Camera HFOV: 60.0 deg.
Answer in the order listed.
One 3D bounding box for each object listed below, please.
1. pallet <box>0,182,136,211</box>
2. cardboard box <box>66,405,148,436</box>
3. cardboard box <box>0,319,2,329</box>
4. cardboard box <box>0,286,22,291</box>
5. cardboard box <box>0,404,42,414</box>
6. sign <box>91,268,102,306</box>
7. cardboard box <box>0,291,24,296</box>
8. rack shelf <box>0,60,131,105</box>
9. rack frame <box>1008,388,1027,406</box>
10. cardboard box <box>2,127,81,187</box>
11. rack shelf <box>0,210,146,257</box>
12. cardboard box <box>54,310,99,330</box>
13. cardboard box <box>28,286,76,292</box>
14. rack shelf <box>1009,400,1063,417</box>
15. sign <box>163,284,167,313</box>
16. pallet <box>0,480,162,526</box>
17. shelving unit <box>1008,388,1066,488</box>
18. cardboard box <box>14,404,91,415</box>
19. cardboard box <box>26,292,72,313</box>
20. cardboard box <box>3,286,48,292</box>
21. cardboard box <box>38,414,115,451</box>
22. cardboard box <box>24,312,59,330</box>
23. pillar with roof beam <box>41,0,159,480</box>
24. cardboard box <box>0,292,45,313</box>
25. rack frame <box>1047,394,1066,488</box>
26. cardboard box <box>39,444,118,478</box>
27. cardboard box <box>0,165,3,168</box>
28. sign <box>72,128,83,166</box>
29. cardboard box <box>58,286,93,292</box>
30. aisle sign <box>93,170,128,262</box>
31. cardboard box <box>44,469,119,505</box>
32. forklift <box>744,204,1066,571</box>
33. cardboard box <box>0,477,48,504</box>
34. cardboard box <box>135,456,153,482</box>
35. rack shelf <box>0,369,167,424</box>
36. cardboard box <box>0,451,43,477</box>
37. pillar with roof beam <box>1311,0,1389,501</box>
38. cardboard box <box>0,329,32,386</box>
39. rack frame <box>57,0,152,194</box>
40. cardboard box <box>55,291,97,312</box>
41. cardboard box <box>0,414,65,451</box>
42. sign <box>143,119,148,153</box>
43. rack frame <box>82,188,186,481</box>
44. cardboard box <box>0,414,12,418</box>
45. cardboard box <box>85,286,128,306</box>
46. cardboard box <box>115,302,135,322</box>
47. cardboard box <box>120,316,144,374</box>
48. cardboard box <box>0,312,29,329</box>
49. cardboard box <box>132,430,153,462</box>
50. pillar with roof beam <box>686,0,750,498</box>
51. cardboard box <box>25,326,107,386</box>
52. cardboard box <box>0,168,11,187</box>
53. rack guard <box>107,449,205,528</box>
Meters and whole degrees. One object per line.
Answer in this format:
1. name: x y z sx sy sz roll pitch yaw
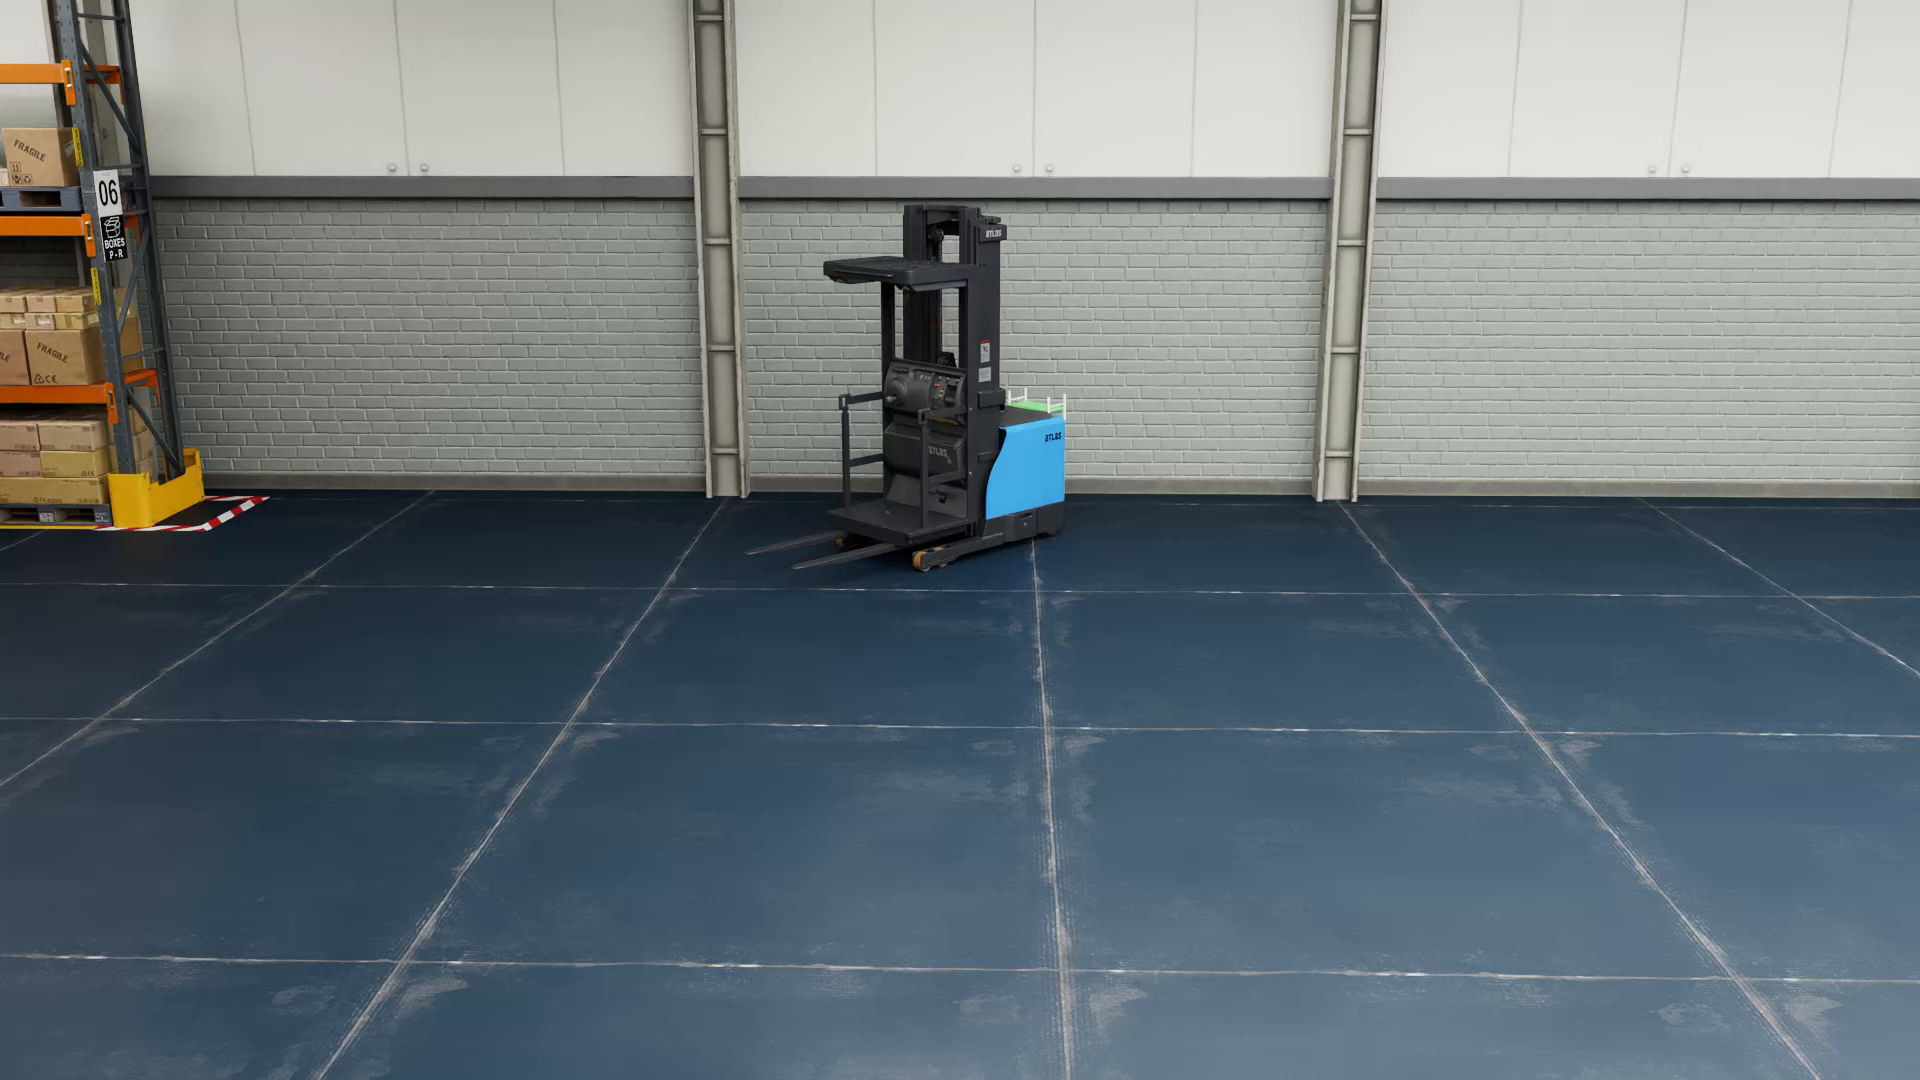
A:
1. pallet: -8.336 -3.130 15.119 1.213 0.211 1.003 0 15 1
2. cardboard box: -8.106 -1.120 15.812 0.500 0.250 0.500 0 15 1
3. cardboard box: -8.746 -2.020 15.150 0.250 0.149 0.380 0 15 1
4. cardboard box: -8.997 -2.283 15.564 0.250 0.149 0.380 1 15 3
5. cardboard box: -9.105 -1.128 15.843 0.500 0.250 0.500 0 15 1
6. sign: -7.658 -2.248 14.745 0.005 0.325 0.100 0 15 1
7. cardboard box: -8.750 -2.175 15.154 0.250 0.149 0.380 0 15 2
8. rack shelf: -9.630 -4.084 14.874 4.000 0.370 1.077 0 15 1
9. rack frame: 0.534 -0.817 15.586 0.240 1.200 0.015 -14 20 -43
10. cardboard box: -8.079 -3.402 14.761 0.500 0.500 0.500 1 15 3
11. rack shelf: -9.630 -2.827 15.206 4.000 0.370 1.077 0 15 1
12. cardboard box: -7.984 -2.004 15.090 0.250 0.149 0.380 1 15 2
13. cardboard box: -8.486 -2.282 15.561 0.250 0.149 0.380 1 15 2
14. rack shelf: 0.706 -1.175 15.312 0.258 0.148 0.480 -14 20 -43
15. sign: -7.610 -2.310 15.863 0.005 0.325 0.100 0 15 1
16. pallet: -8.396 -0.358 15.782 1.213 0.211 1.003 0 15 1
17. shelving unit: 0.706 -0.773 15.418 0.258 1.200 0.503 -14 20 -43
18. cardboard box: -8.606 -1.122 15.821 0.500 0.250 0.500 0 15 2
19. cardboard box: -8.241 -2.160 15.095 0.250 0.149 0.380 0 15 2
20. cardboard box: -8.733 -2.288 15.581 0.250 0.149 0.380 0 15 2
21. cardboard box: -8.099 -0.992 15.327 0.500 0.250 0.500 1 15 3
22. cardboard box: -8.240 -1.998 15.067 0.250 0.149 0.380 1 15 2
23. pillar with roof beam: -8.413 -3.749 11.409 0.400 9.000 9.100 0 15 1
24. cardboard box: -8.503 -2.154 15.075 0.250 0.149 0.380 1 15 3
25. rack frame: 0.878 -0.729 15.251 0.240 1.200 0.015 -14 20 -43
26. cardboard box: -8.125 -0.750 15.391 0.500 0.250 0.500 0 15 1
27. cardboard box: -8.720 -3.278 14.749 0.258 0.266 0.396 0 15 2
28. sign: -7.658 -3.414 14.438 0.005 0.325 0.100 0 15 1
29. cardboard box: -8.225 -2.292 15.596 0.250 0.149 0.380 1 15 3
30. aisle sign: -7.572 -2.893 14.830 0.004 0.787 0.394 0 15 1
31. cardboard box: -8.108 -0.508 15.451 0.500 0.250 0.500 0 15 2
32. forklift: -0.451 -1.305 14.040 3.031 2.935 1.130 -14 20 -42
33. cardboard box: -8.605 -0.513 15.472 0.500 0.250 0.500 0 15 1
34. cardboard box: -8.116 -0.638 15.946 0.500 0.250 0.500 0 15 2
35. rack shelf: -9.630 -1.377 15.589 4.000 0.370 1.077 0 15 1
36. cardboard box: -8.626 -0.756 15.414 0.500 0.250 0.500 0 15 1
37. pillar with roof beam: 3.583 -3.671 11.113 0.400 9.000 9.100 0 15 1
38. cardboard box: -8.647 -1.702 15.215 0.500 0.500 0.500 1 15 3
39. rack frame: -7.630 -4.612 14.682 0.127 3.000 1.000 0 15 1
40. cardboard box: -7.994 -2.166 15.119 0.250 0.149 0.380 0 15 2
41. cardboard box: -8.609 -0.994 15.334 0.500 0.250 0.500 1 15 2
42. sign: -7.610 -3.764 15.480 0.005 0.325 0.100 0 15 1
43. rack frame: -7.630 -1.712 15.447 0.127 3.000 1.000 0 15 1
44. cardboard box: -9.114 -0.995 15.337 0.500 0.250 0.500 1 15 2
45. cardboard box: -7.961 -2.274 15.529 0.250 0.149 0.380 0 15 0
46. cardboard box: -7.963 -2.142 15.611 0.250 0.149 0.380 0 15 0
47. cardboard box: -8.118 -1.834 15.715 0.500 0.500 0.500 1 15 3
48. cardboard box: -8.498 -2.016 15.133 0.250 0.149 0.380 1 15 2
49. cardboard box: -8.095 -0.883 15.893 0.500 0.250 0.500 1 15 2
50. pillar with roof beam: -2.415 -3.710 11.261 0.400 9.000 9.100 0 15 1
51. cardboard box: -8.129 -1.696 15.193 0.500 0.500 0.500 0 15 0
52. cardboard box: -8.466 -3.220 14.757 0.250 0.149 0.380 0 15 0
53. rack guard: -7.606 -0.503 15.766 0.348 0.500 1.175 0 15 1
